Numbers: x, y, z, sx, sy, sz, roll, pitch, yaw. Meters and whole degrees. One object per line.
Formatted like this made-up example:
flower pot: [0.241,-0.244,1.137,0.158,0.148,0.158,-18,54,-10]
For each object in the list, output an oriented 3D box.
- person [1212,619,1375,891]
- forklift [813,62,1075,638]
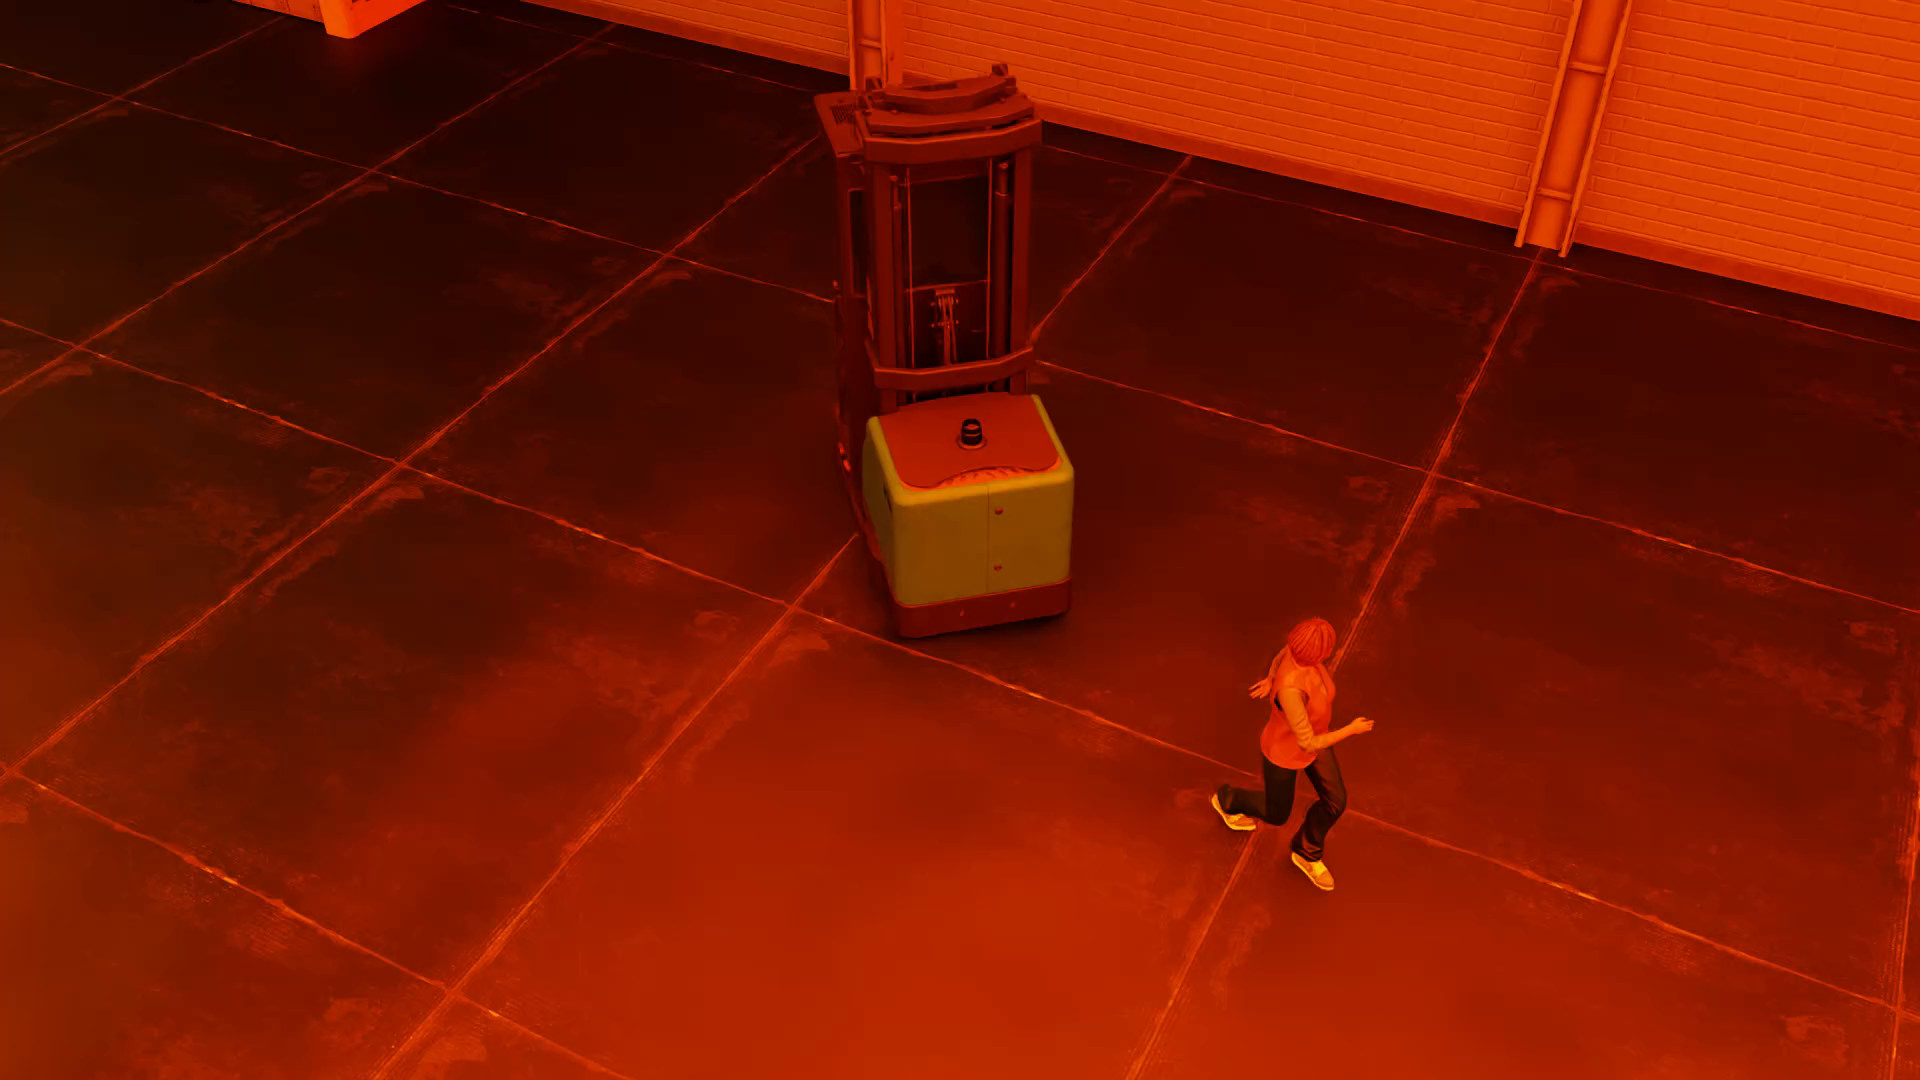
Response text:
person: [1.605,0.971,7.965,0.758,1.506,0.451,31,49,32]
forklift: [-0.202,-1.519,9.790,1.130,2.935,3.031,-9,41,-10]
